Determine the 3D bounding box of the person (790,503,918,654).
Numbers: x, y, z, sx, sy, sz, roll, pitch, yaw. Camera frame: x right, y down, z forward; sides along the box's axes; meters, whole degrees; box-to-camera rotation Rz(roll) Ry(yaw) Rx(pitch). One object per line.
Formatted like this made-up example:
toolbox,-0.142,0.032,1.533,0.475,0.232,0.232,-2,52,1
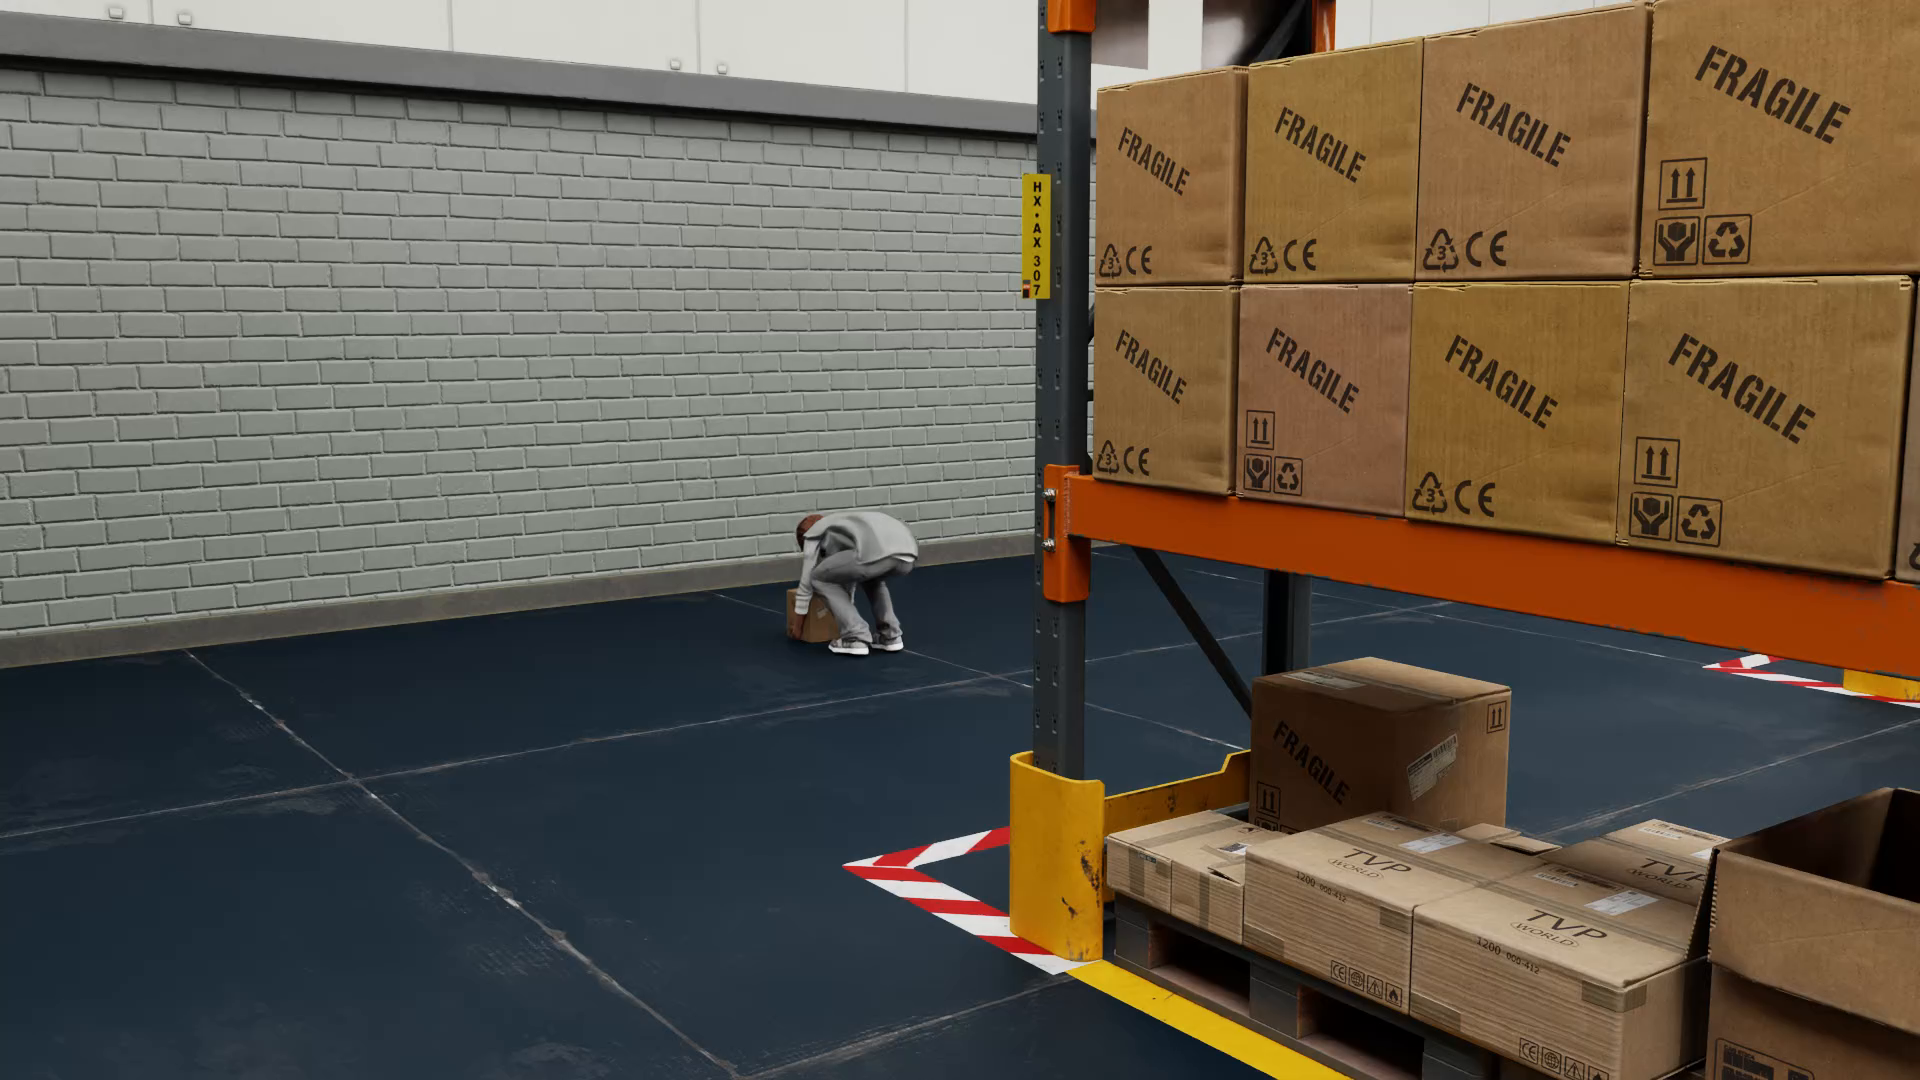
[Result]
person,-0.566,0.186,8.571,0.431,0.787,0.869,-6,10,-38
